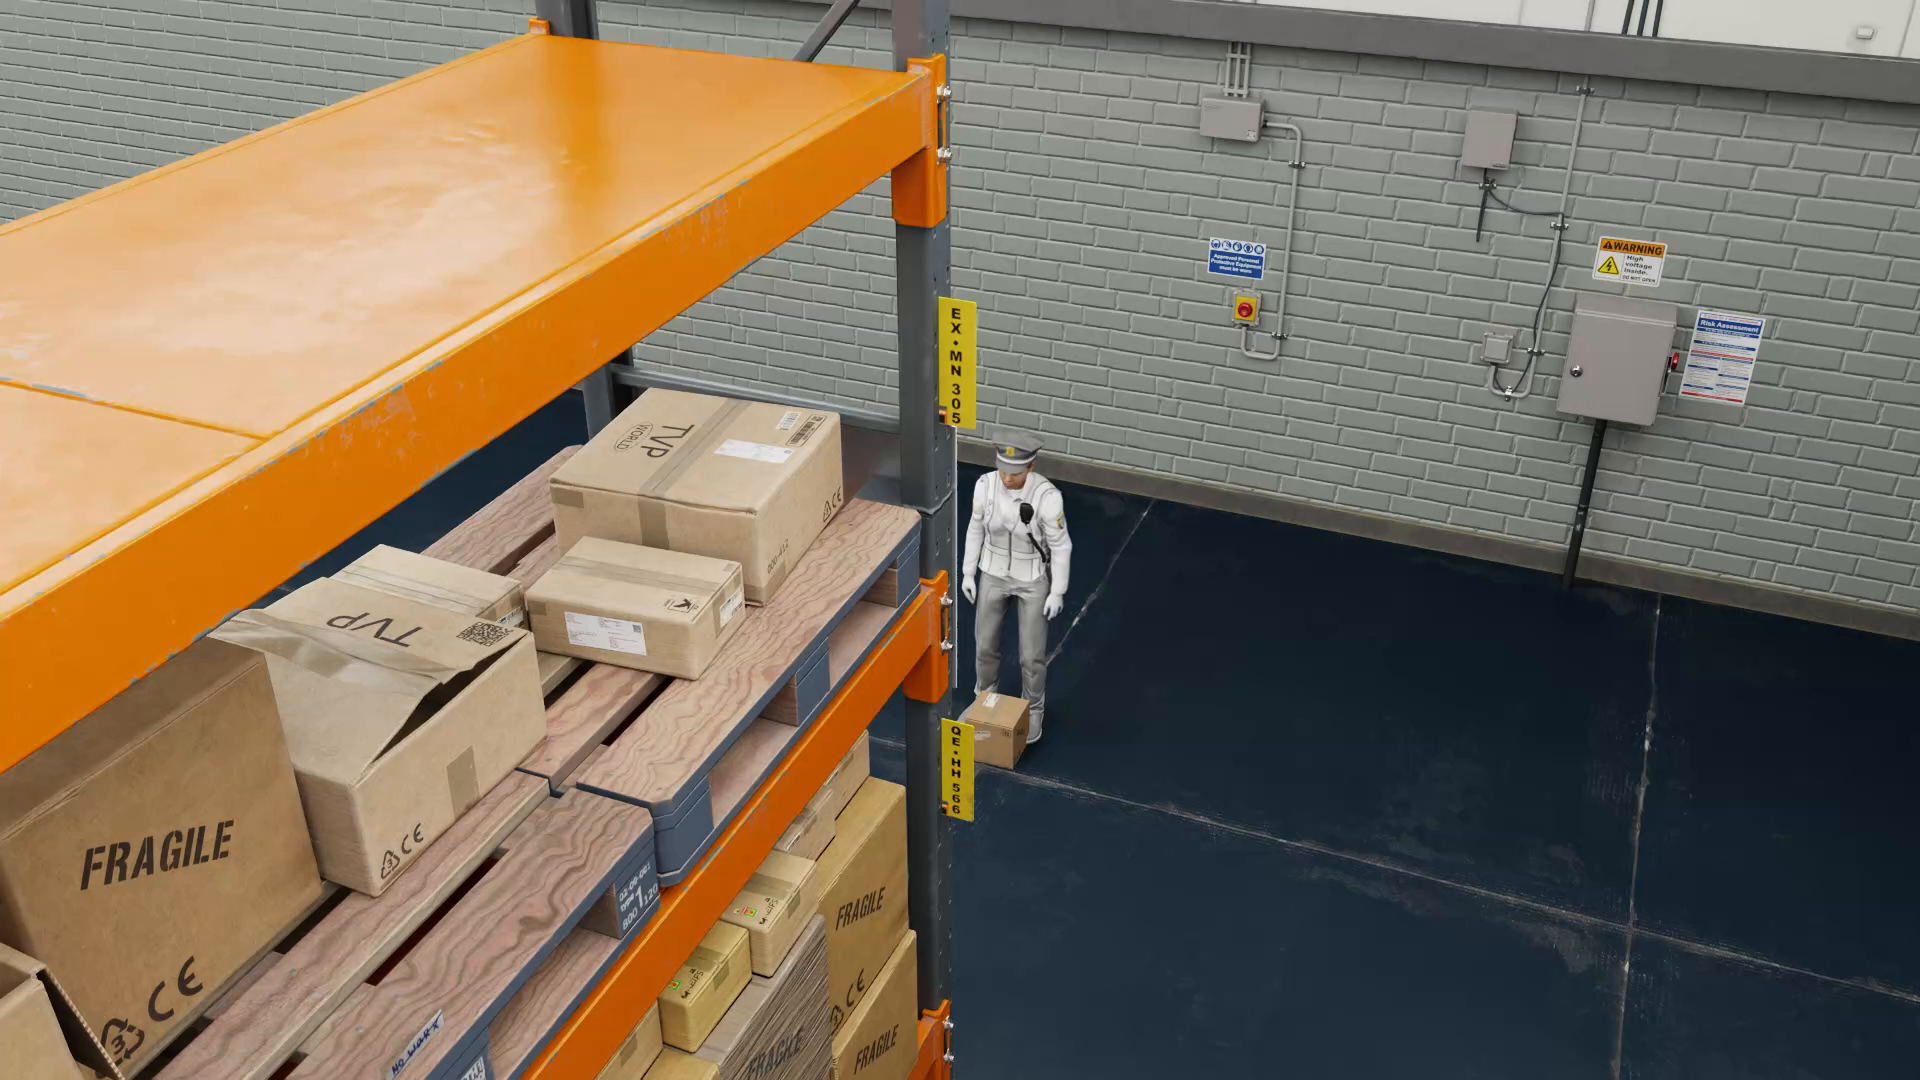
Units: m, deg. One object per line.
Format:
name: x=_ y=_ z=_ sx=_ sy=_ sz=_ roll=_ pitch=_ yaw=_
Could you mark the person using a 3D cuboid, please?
person: x=0.264 y=0.210 z=8.020 sx=0.531 sy=1.663 sz=0.377 roll=11 pitch=32 yaw=19
